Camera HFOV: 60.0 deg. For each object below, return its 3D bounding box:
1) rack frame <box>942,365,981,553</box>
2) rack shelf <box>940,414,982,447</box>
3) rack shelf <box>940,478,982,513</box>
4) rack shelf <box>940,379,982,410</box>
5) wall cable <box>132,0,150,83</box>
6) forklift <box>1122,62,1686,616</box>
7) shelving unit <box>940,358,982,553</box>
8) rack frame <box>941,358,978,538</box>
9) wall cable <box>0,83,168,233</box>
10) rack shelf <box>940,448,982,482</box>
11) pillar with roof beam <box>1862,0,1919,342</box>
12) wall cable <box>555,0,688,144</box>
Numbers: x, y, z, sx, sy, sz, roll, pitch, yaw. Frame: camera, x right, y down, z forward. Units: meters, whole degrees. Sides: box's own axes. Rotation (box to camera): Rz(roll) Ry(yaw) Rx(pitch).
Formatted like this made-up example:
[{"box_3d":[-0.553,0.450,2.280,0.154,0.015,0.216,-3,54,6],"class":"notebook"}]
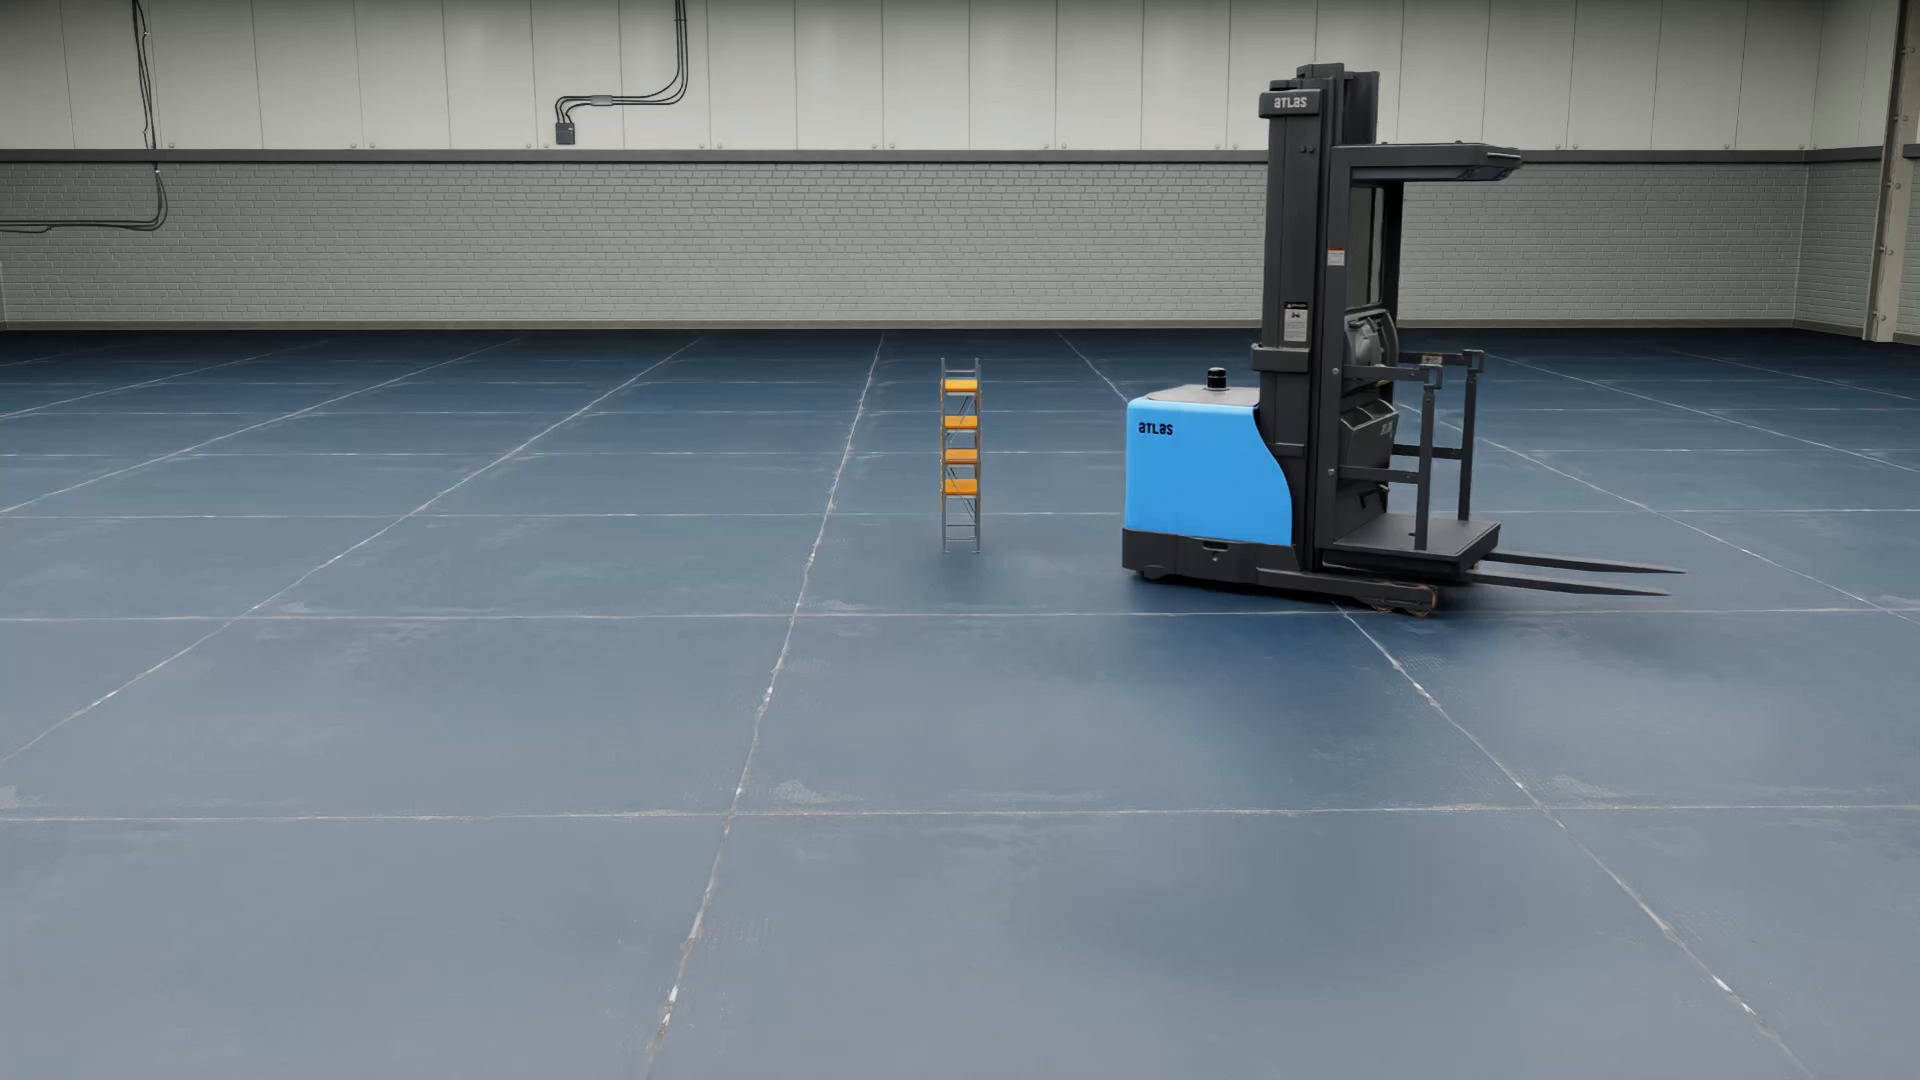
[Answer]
[{"box_3d":[0.008,-0.507,10.539,0.240,1.200,0.015,0,11,-1],"class":"rack frame"},{"box_3d":[0.003,-0.708,10.747,0.258,0.148,0.480,0,11,-1],"class":"rack shelf"},{"box_3d":[0.003,-0.295,10.830,0.258,0.148,0.480,0,11,-1],"class":"rack shelf"},{"box_3d":[0.003,-0.940,10.699,0.258,0.148,0.480,0,11,-1],"class":"rack shelf"},{"box_3d":[-12.619,-9.070,28.243,3.097,2.526,0.112,0,11,-1],"class":"wall cable"},{"box_3d":[2.502,-1.143,9.320,3.031,2.935,1.130,6,13,29],"class":"forklift"},{"box_3d":[0.003,-0.555,10.778,0.258,1.200,0.503,0,11,-1],"class":"shelving unit"},{"box_3d":[-0.002,-0.604,11.017,0.240,1.200,0.015,0,11,-1],"class":"rack frame"},{"box_3d":[-15.323,-6.584,28.690,3.097,2.526,0.112,0,11,-1],"class":"wall cable"},{"box_3d":[0.003,-0.489,10.791,0.258,0.148,0.480,0,11,-1],"class":"rack shelf"},{"box_3d":[10.605,-7.627,26.019,9.100,9.000,0.400,0,11,-1],"class":"pillar with roof beam"},{"box_3d":[-5.832,-9.808,28.220,2.305,6.003,0.169,0,11,-1],"class":"wall cable"}]
